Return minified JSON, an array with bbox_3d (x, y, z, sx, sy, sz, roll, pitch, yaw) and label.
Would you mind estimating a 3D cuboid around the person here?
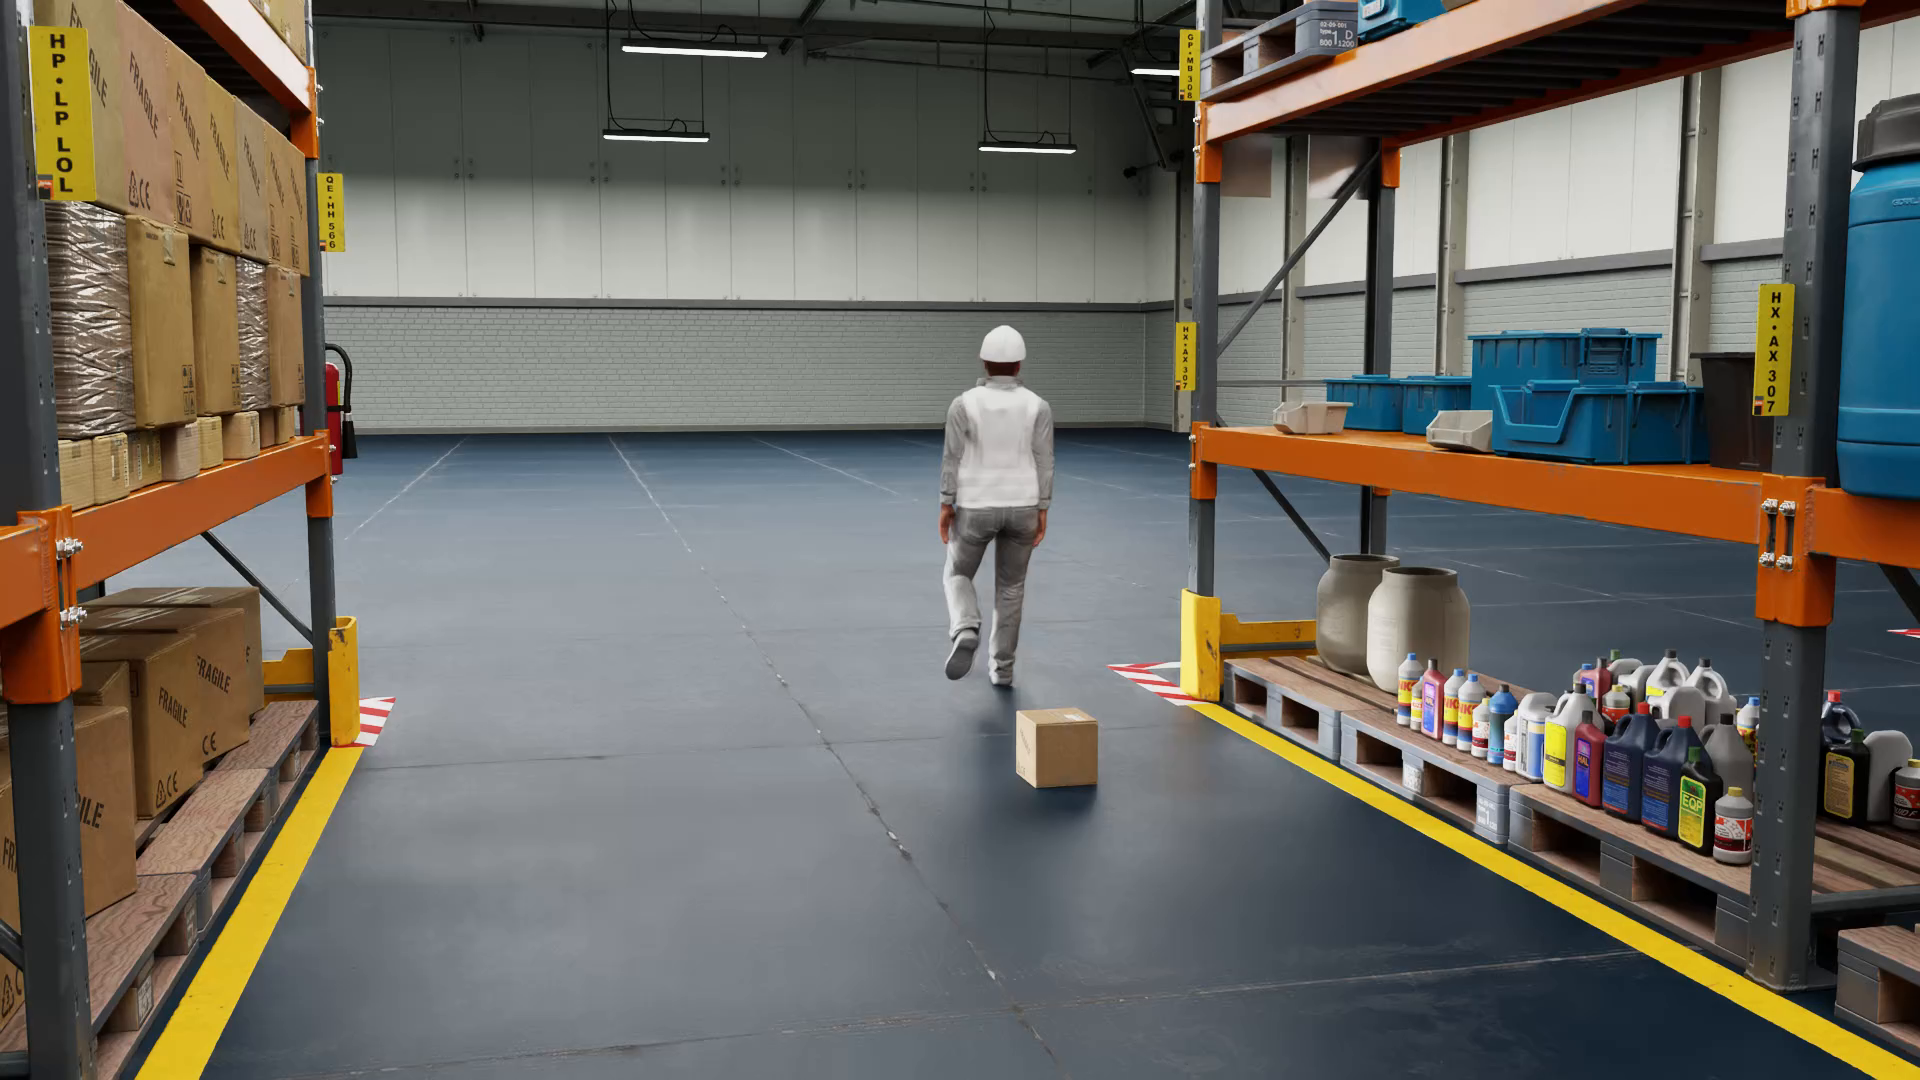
[{"bbox_3d":[0.176,-0.162,8.133,0.563,1.756,0.536,0,6,-4],"label":"person"}]
